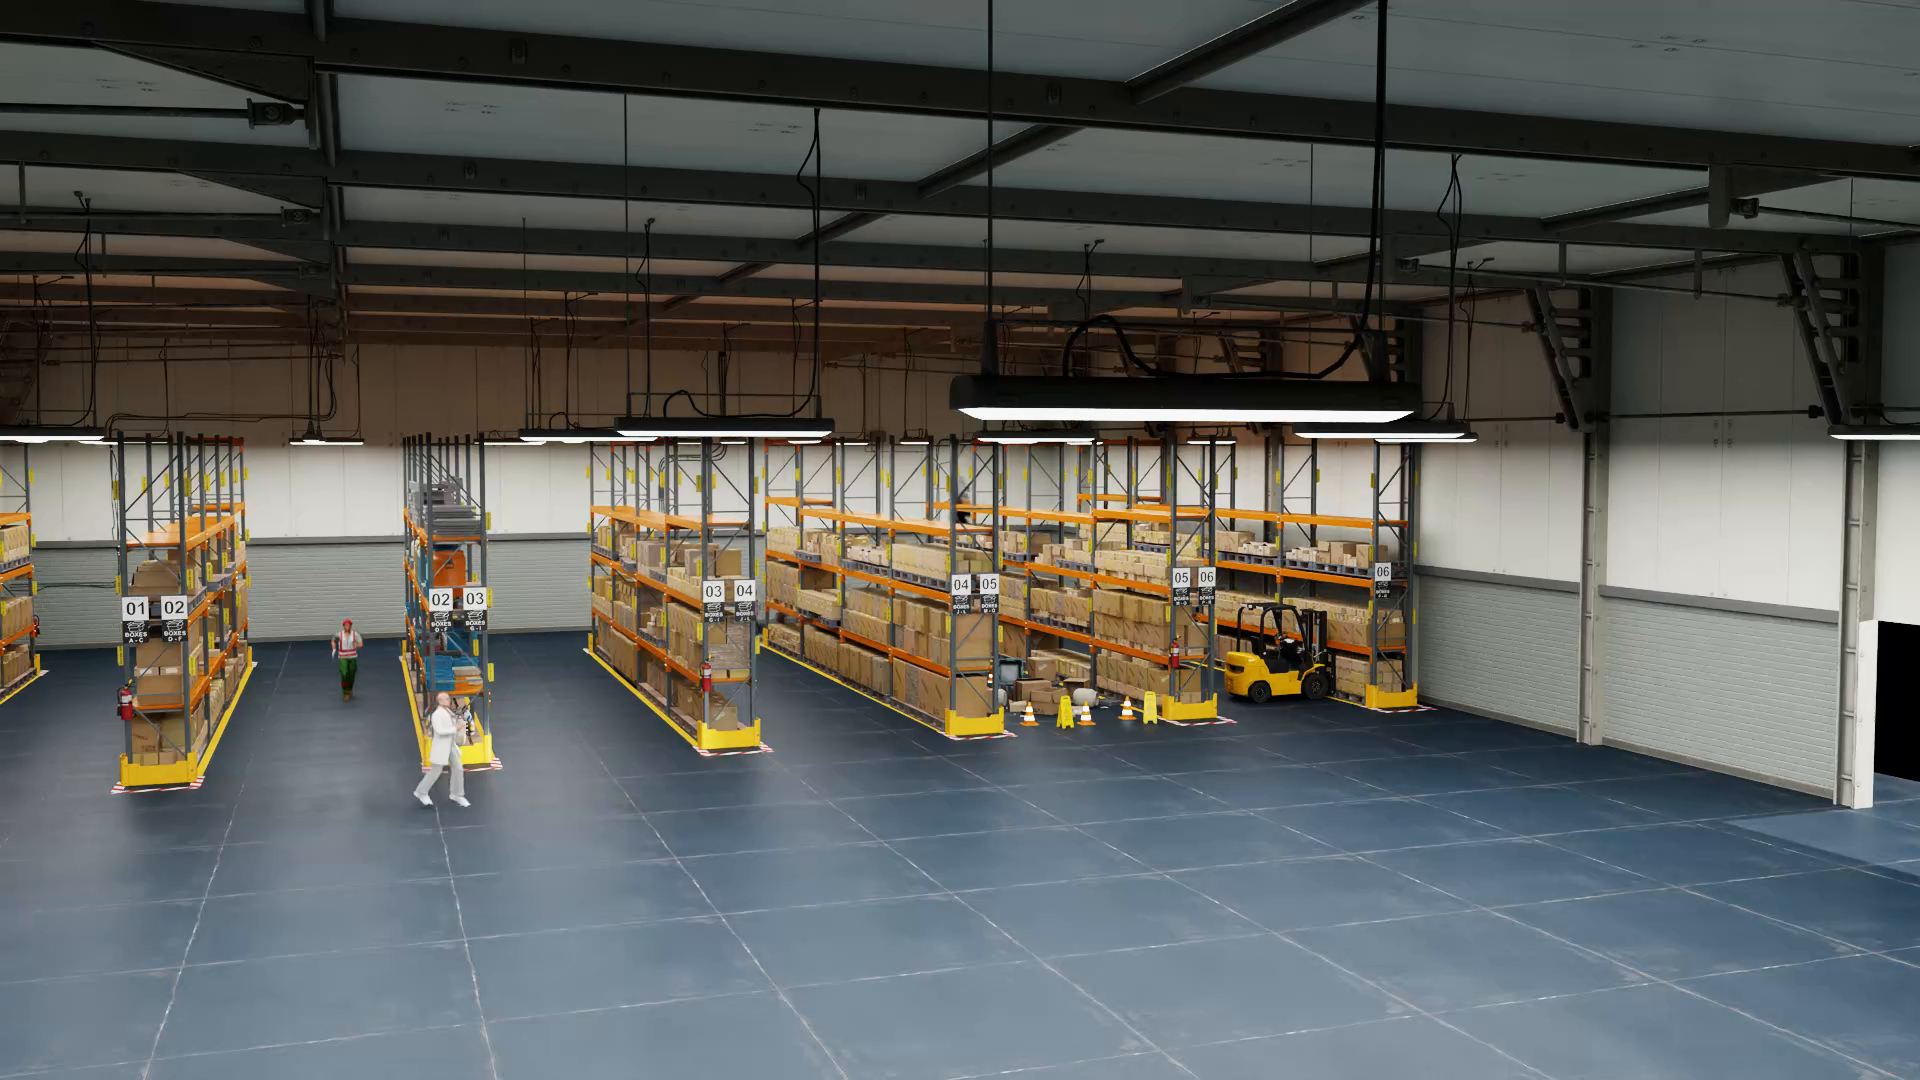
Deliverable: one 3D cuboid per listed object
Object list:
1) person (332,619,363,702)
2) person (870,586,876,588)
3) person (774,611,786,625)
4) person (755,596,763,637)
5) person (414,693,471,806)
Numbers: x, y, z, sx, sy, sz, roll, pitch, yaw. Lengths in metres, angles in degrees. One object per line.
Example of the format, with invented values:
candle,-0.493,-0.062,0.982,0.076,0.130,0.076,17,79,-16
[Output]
person,-13.932,2.709,37.839,0.655,1.816,0.909,-2,4,-27
person,-2.436,2.162,50.835,0.756,1.506,0.634,-1,3,-14
person,-5.327,2.140,49.378,0.680,1.749,0.639,-2,4,-31
person,-6.158,2.210,49.402,0.866,1.559,0.648,-2,4,-27
person,-8.280,3.351,26.522,0.898,1.846,0.705,0,3,9
